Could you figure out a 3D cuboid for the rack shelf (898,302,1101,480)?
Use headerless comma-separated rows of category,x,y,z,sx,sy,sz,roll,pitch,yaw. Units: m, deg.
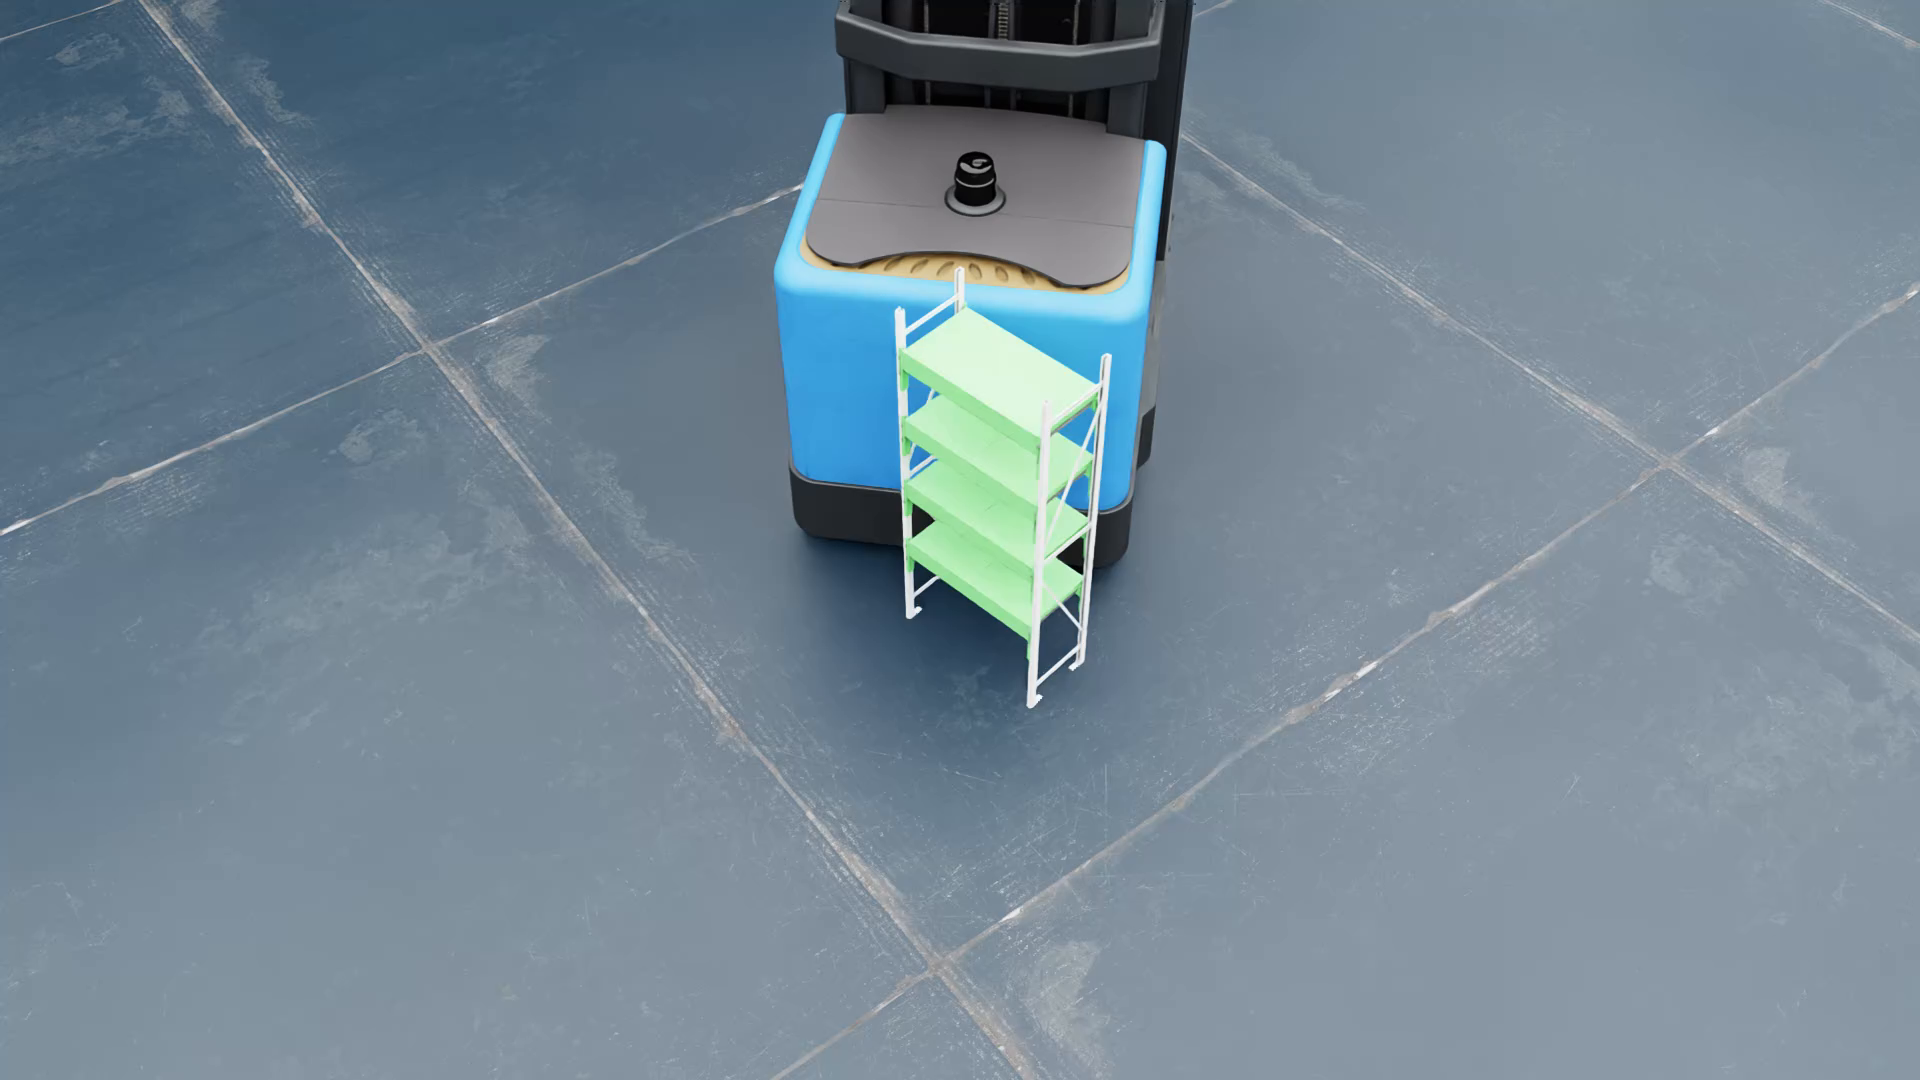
rack shelf,0.102,-0.386,4.228,0.480,0.148,0.258,35,57,27

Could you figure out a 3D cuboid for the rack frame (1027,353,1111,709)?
rack frame,0.281,0.017,4.425,0.015,1.200,0.240,35,57,27

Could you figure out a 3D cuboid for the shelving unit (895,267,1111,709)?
shelving unit,0.102,-0.106,4.537,0.503,1.200,0.258,35,57,27

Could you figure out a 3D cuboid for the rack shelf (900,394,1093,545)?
rack shelf,0.102,-0.225,4.406,0.480,0.148,0.258,35,57,27

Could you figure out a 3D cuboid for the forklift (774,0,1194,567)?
forklift,0.208,-2.008,5.092,1.130,2.935,3.031,6,48,6

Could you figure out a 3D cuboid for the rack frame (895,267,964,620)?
rack frame,-0.076,-0.230,4.649,0.015,1.200,0.240,35,57,27

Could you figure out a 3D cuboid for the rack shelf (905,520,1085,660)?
rack shelf,0.102,0.098,4.762,0.480,0.148,0.258,35,57,27

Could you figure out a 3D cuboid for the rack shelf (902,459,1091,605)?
rack shelf,0.102,-0.064,4.584,0.480,0.148,0.258,35,57,27
